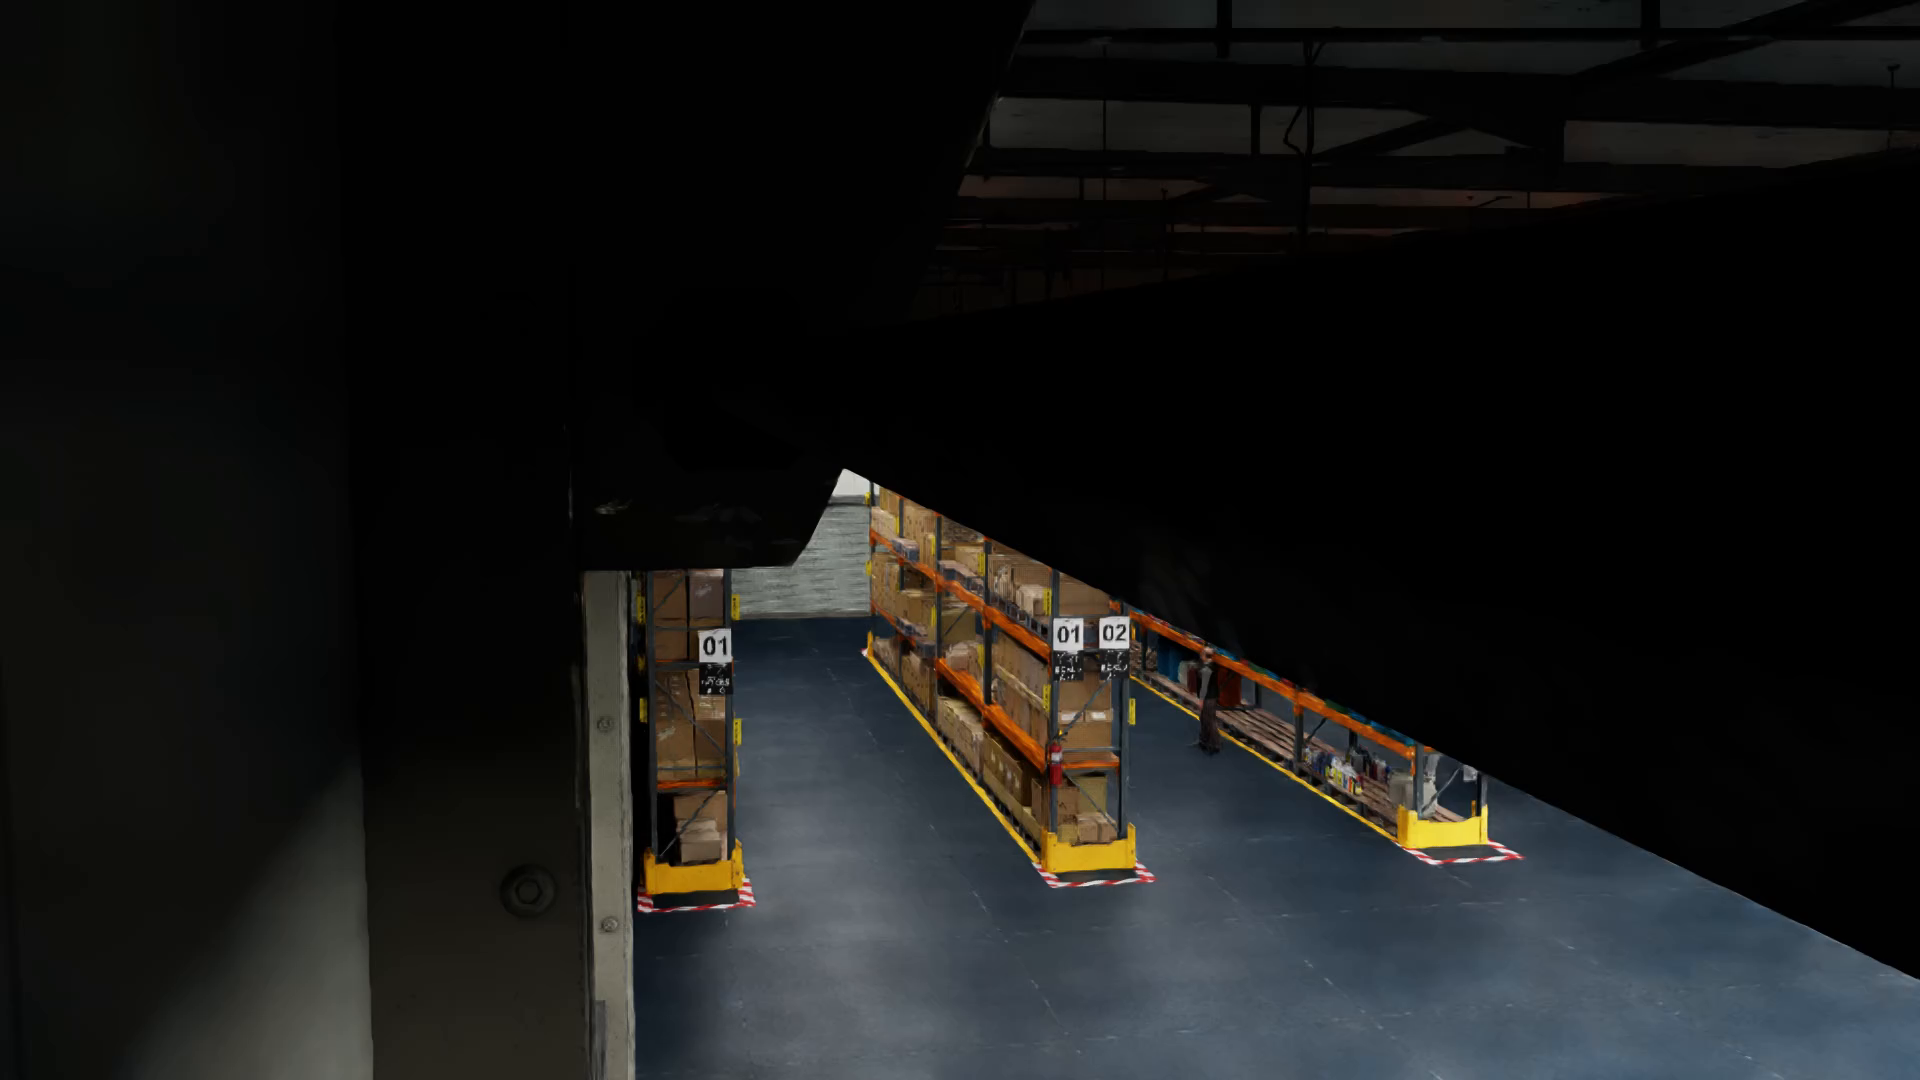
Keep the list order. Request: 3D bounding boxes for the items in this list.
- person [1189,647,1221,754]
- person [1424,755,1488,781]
[{"bbox_3d":[4.038,2.605,27.360,0.576,1.718,0.626,2,6,17],"label":"person"},{"bbox_3d":[7.485,2.825,25.263,0.721,1.706,0.841,-3,7,-30],"label":"person"}]
